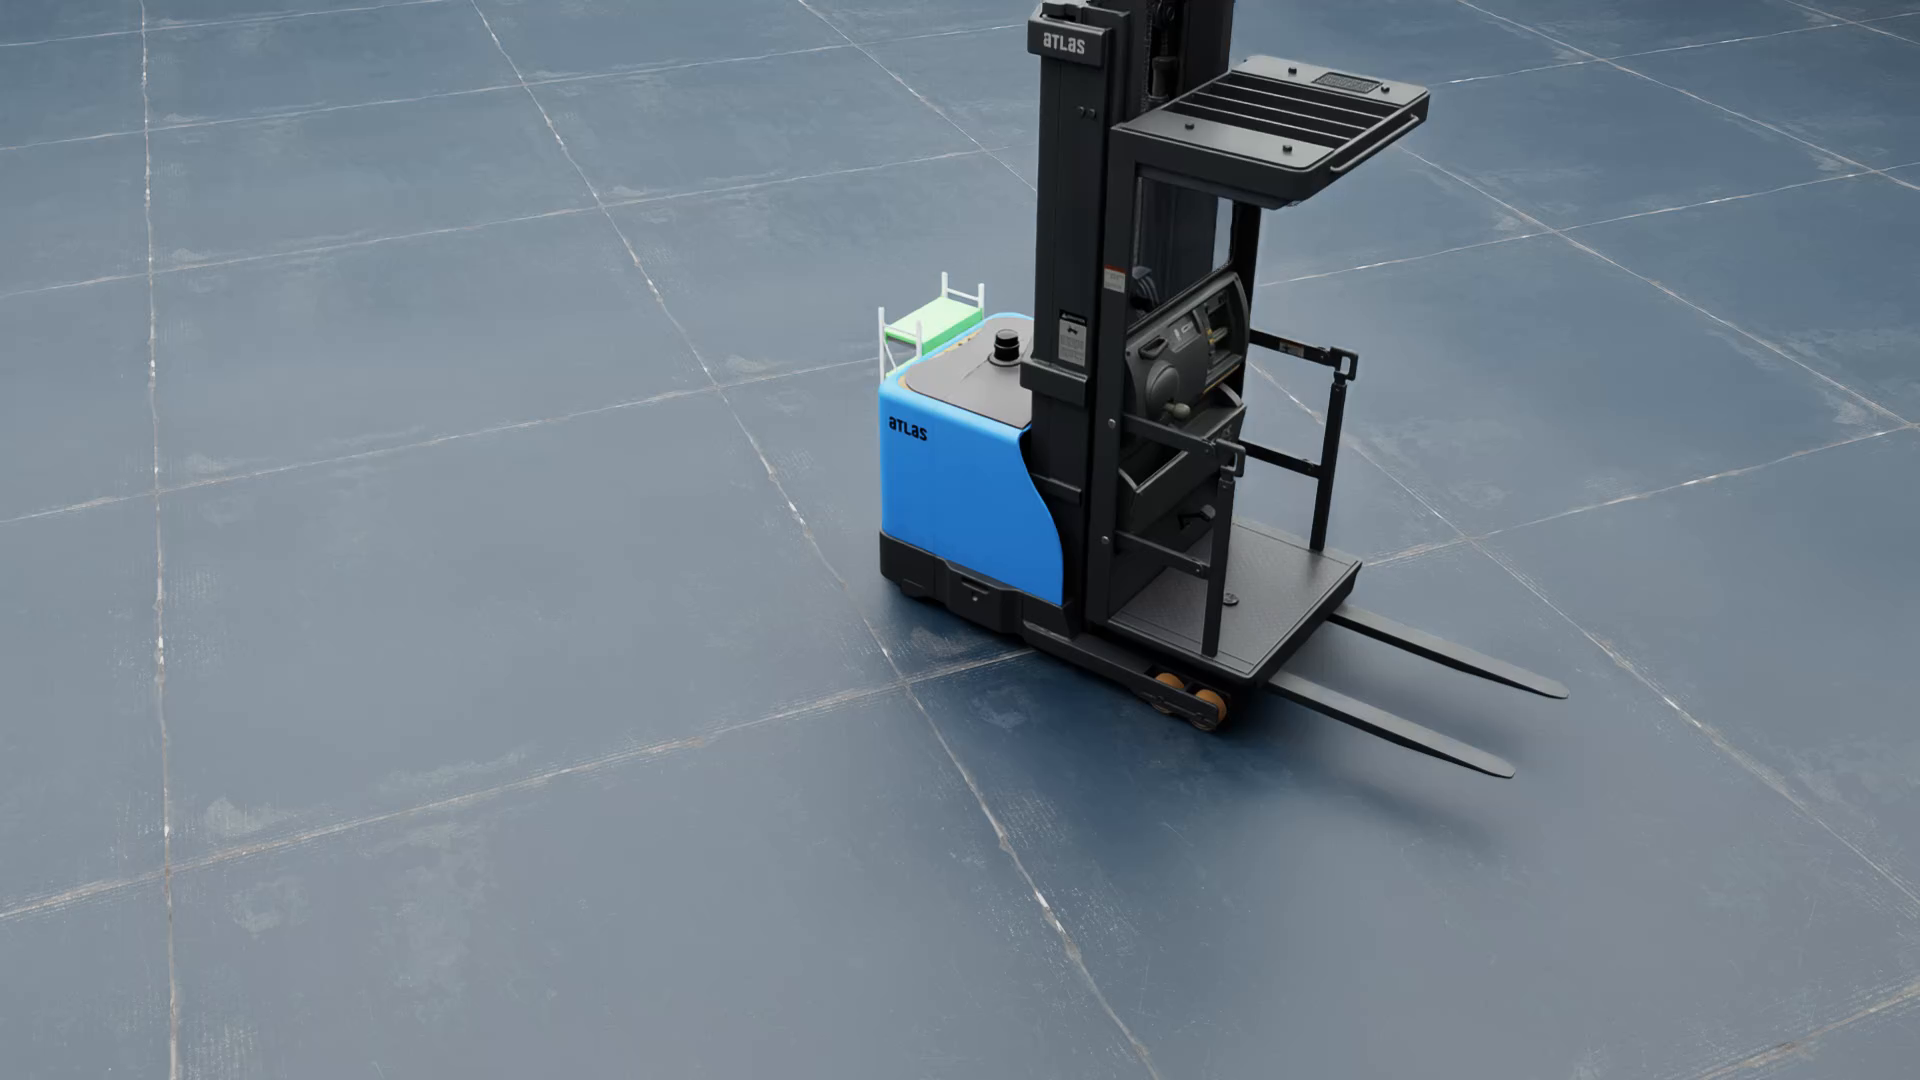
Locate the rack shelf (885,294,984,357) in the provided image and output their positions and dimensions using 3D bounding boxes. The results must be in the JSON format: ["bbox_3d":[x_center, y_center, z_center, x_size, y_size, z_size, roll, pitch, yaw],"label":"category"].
[{"bbox_3d":[-0.131,-0.992,7.911,0.258,0.148,0.480,22,39,30],"label":"rack shelf"}]

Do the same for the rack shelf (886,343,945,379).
[{"bbox_3d":[-0.131,-0.790,8.042,0.258,0.148,0.480,22,39,30],"label":"rack shelf"}]

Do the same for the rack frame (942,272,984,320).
[{"bbox_3d":[0.014,-0.750,8.302,0.240,1.200,0.015,22,39,30],"label":"rack frame"}]

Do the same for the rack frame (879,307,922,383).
[{"bbox_3d":[-0.276,-0.536,7.973,0.240,1.200,0.015,22,39,30],"label":"rack frame"}]

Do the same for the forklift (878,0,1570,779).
[{"bbox_3d":[1.108,-0.757,6.726,3.031,2.935,1.130,22,39,30],"label":"forklift"}]

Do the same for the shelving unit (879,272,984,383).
[{"bbox_3d":[-0.131,-0.643,8.138,0.258,1.200,0.503,22,39,30],"label":"shelving unit"}]
